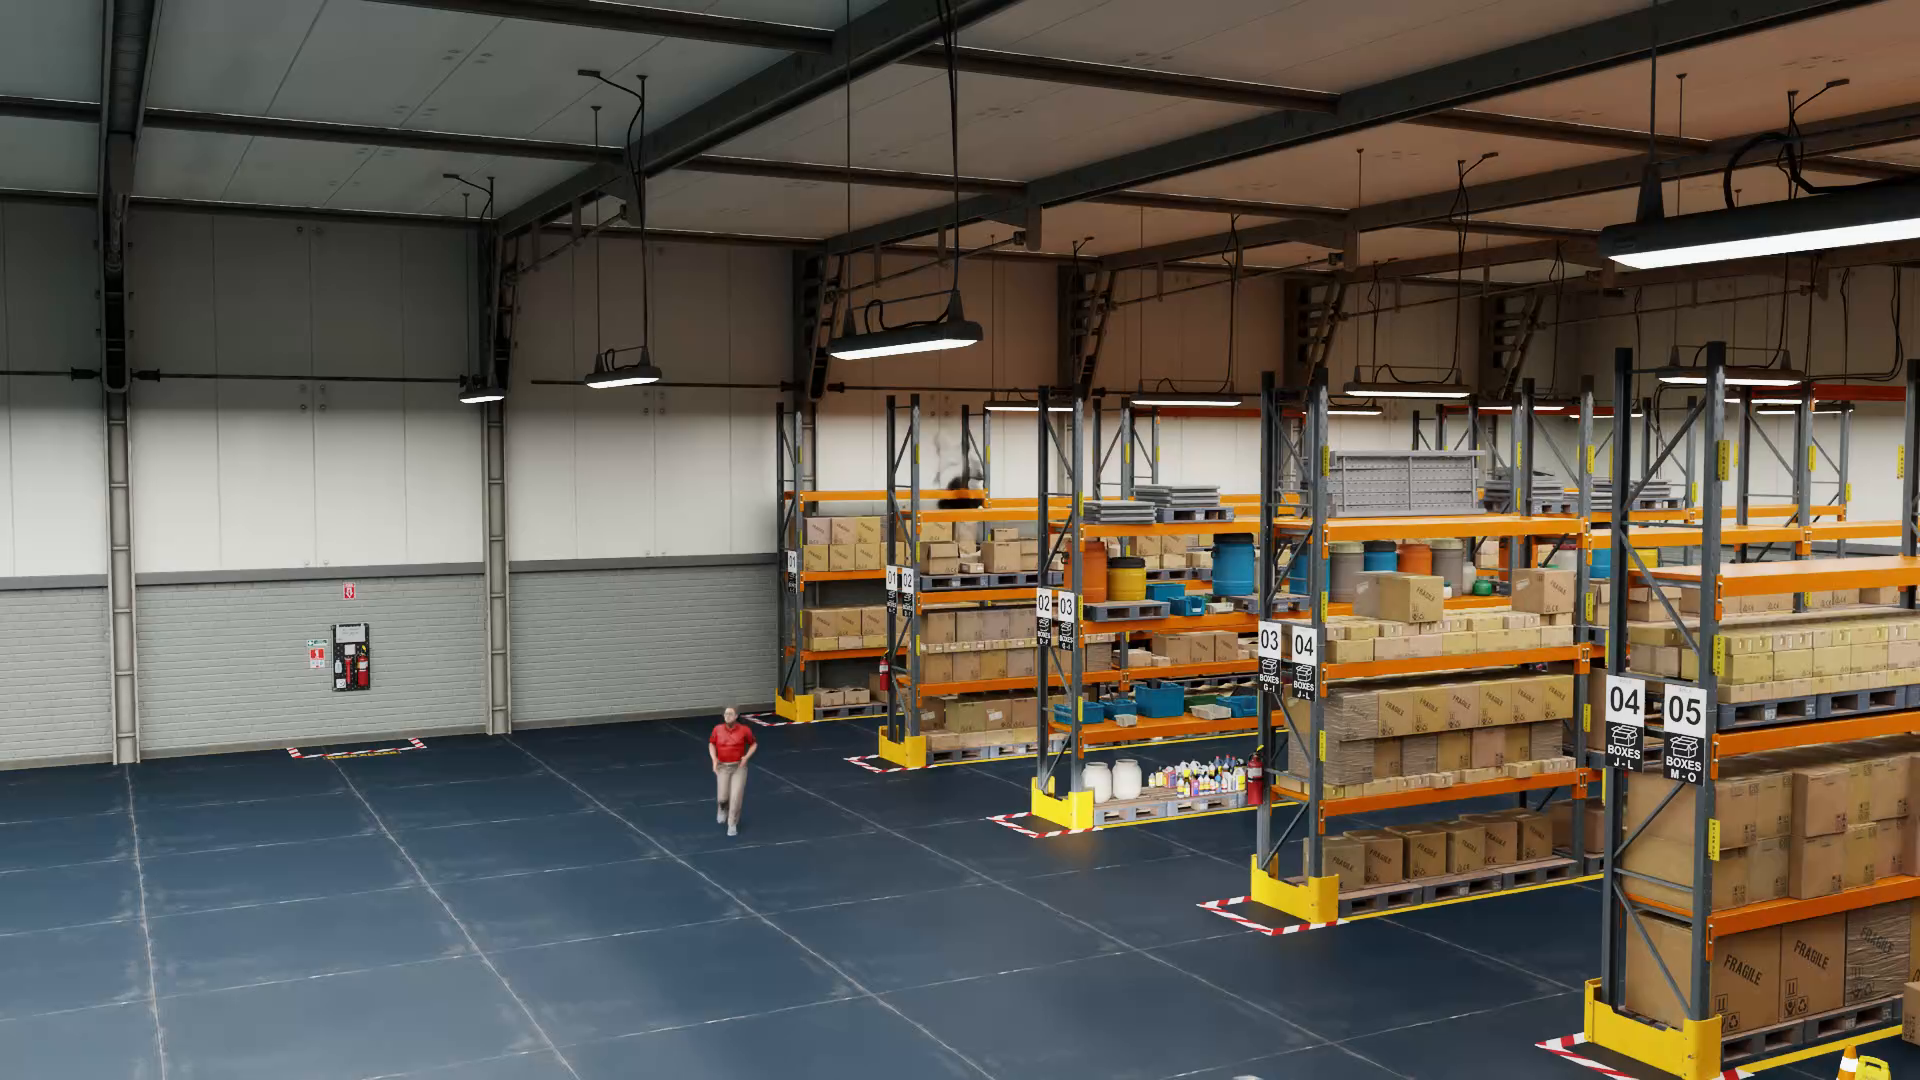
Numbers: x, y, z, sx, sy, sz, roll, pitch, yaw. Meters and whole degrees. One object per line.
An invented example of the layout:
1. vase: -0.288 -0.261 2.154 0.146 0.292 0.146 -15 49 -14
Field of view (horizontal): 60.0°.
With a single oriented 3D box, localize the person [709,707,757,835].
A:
1. person: -3.039 3.070 22.243 0.653 1.700 0.637 0 3 -1
